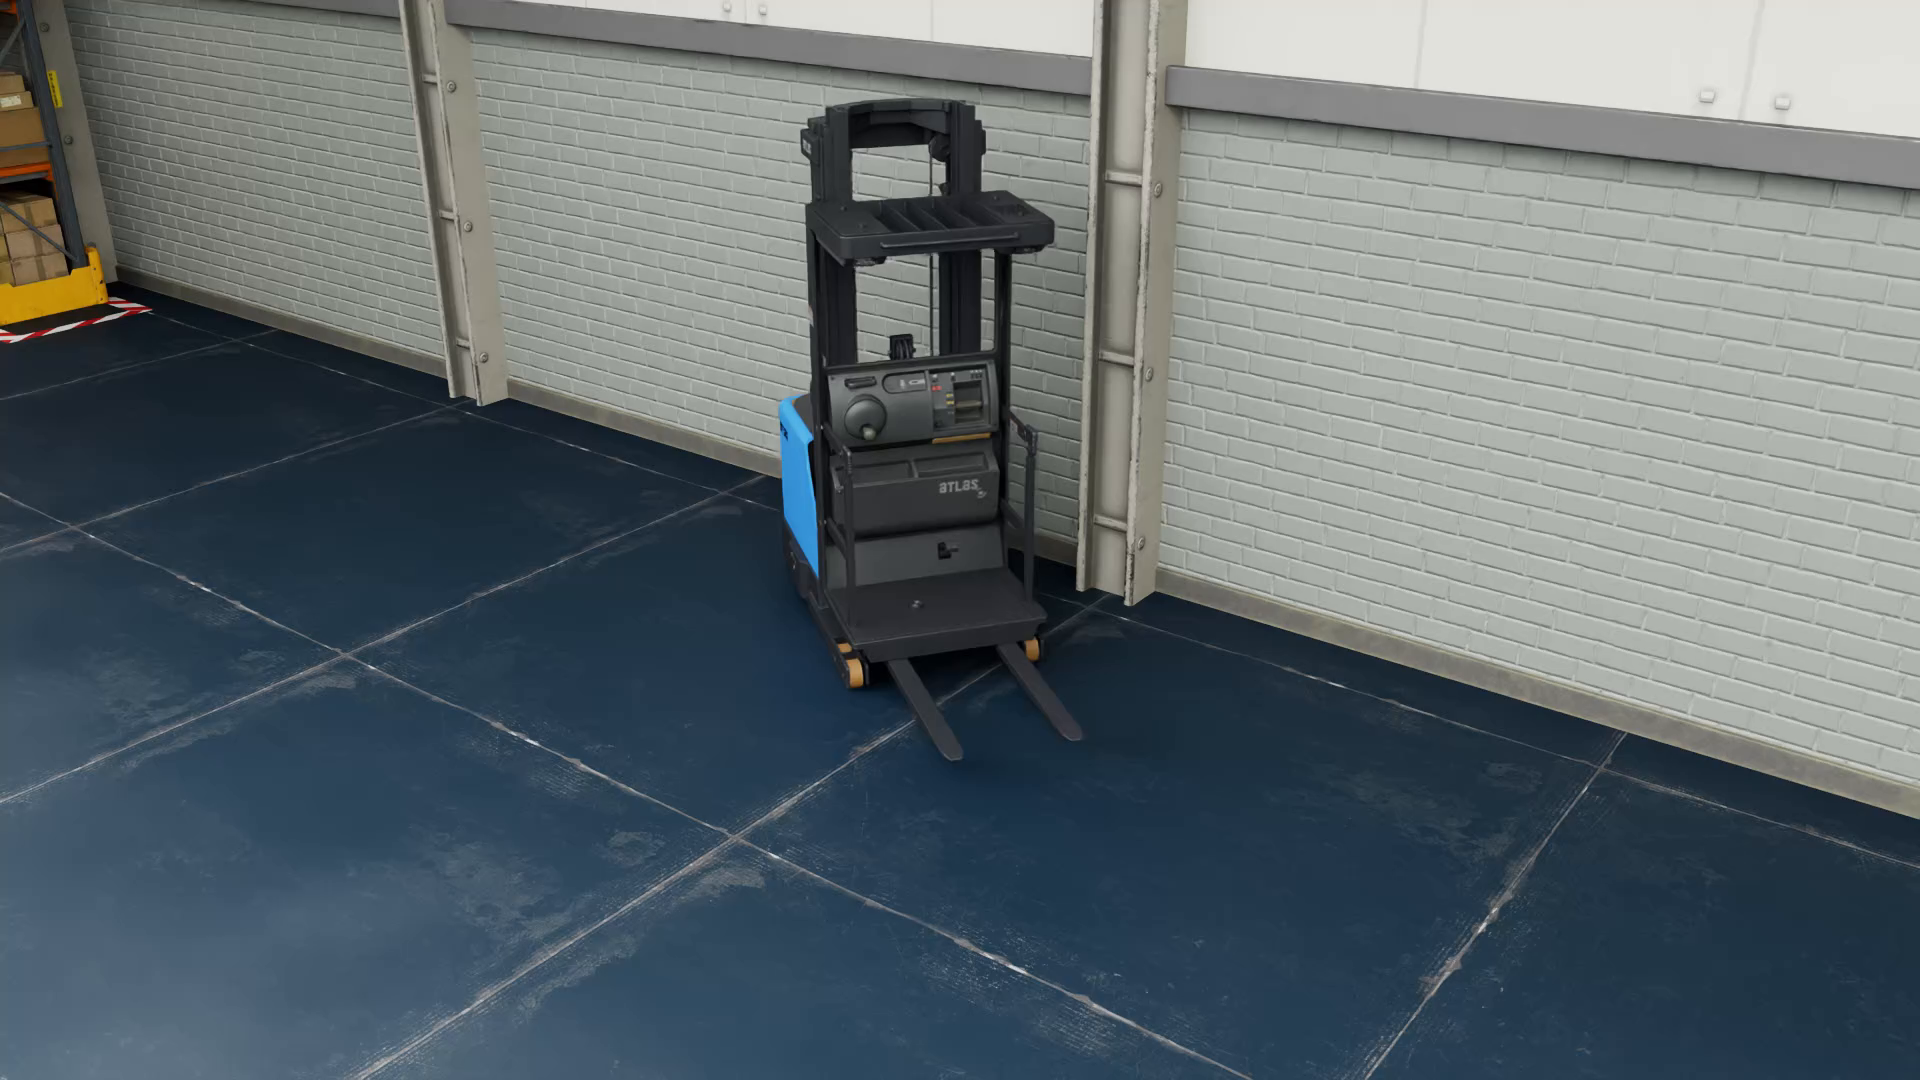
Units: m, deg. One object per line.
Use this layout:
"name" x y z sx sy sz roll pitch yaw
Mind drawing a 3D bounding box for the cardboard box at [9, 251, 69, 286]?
"cardboard box" -8.914 -2.634 15.898 0.500 0.250 0.500 17 29 34

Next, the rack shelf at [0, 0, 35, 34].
"rack shelf" -10.238 -5.045 15.653 4.000 0.370 1.077 17 29 33

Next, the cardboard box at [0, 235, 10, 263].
"cardboard box" -9.215 -2.698 15.422 0.500 0.250 0.500 16 29 33

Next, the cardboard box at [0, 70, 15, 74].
"cardboard box" -8.954 -4.232 15.337 0.250 0.149 0.380 18 29 35

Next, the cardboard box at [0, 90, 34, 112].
"cardboard box" -8.754 -4.027 15.240 0.250 0.149 0.380 16 28 32

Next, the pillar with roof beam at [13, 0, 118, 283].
"pillar with roof beam" -11.237 -5.334 11.695 0.400 9.000 9.100 17 29 33

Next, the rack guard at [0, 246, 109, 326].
"rack guard" -8.619 -2.369 15.506 0.348 0.500 1.175 17 29 33

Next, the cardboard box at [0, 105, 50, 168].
"cardboard box" -8.868 -3.774 15.470 0.500 0.500 0.500 18 29 35

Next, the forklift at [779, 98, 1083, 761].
"forklift" -0.180 -0.720 8.749 1.130 2.935 3.031 -7 25 -16

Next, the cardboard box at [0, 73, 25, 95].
"cardboard box" -8.779 -4.147 15.145 0.250 0.149 0.380 16 28 32

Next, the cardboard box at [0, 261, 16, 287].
"cardboard box" -9.204 -2.464 15.511 0.500 0.250 0.500 17 29 34

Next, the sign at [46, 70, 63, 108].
"sign" -8.300 -4.128 15.228 0.005 0.325 0.100 17 29 33

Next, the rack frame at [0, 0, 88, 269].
"rack frame" -8.638 -3.518 15.015 0.127 3.000 1.000 17 29 33

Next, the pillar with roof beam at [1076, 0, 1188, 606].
"pillar with roof beam" -1.634 -2.432 5.109 0.400 9.000 9.100 17 29 33

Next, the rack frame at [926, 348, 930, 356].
"rack frame" -0.261 -0.621 10.674 0.015 1.200 0.240 15 26 33

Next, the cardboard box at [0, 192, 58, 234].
"cardboard box" -8.909 -3.087 15.686 0.500 0.250 0.500 16 29 33

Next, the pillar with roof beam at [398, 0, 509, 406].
"pillar with roof beam" -6.435 -3.883 8.402 0.400 9.000 9.100 17 29 33

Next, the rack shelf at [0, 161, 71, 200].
"rack shelf" -10.238 -3.673 16.258 4.000 0.370 1.077 17 29 33

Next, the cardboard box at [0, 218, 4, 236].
"cardboard box" -9.194 -2.921 15.308 0.500 0.250 0.500 18 29 35

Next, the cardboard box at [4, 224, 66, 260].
"cardboard box" -8.890 -2.862 15.794 0.500 0.250 0.500 17 29 34

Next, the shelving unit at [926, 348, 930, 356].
"shelving unit" -0.063 -0.569 10.541 0.503 1.200 0.258 15 26 33

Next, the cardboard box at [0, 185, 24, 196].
"cardboard box" -9.311 -3.207 15.957 0.500 0.250 0.500 17 29 33
